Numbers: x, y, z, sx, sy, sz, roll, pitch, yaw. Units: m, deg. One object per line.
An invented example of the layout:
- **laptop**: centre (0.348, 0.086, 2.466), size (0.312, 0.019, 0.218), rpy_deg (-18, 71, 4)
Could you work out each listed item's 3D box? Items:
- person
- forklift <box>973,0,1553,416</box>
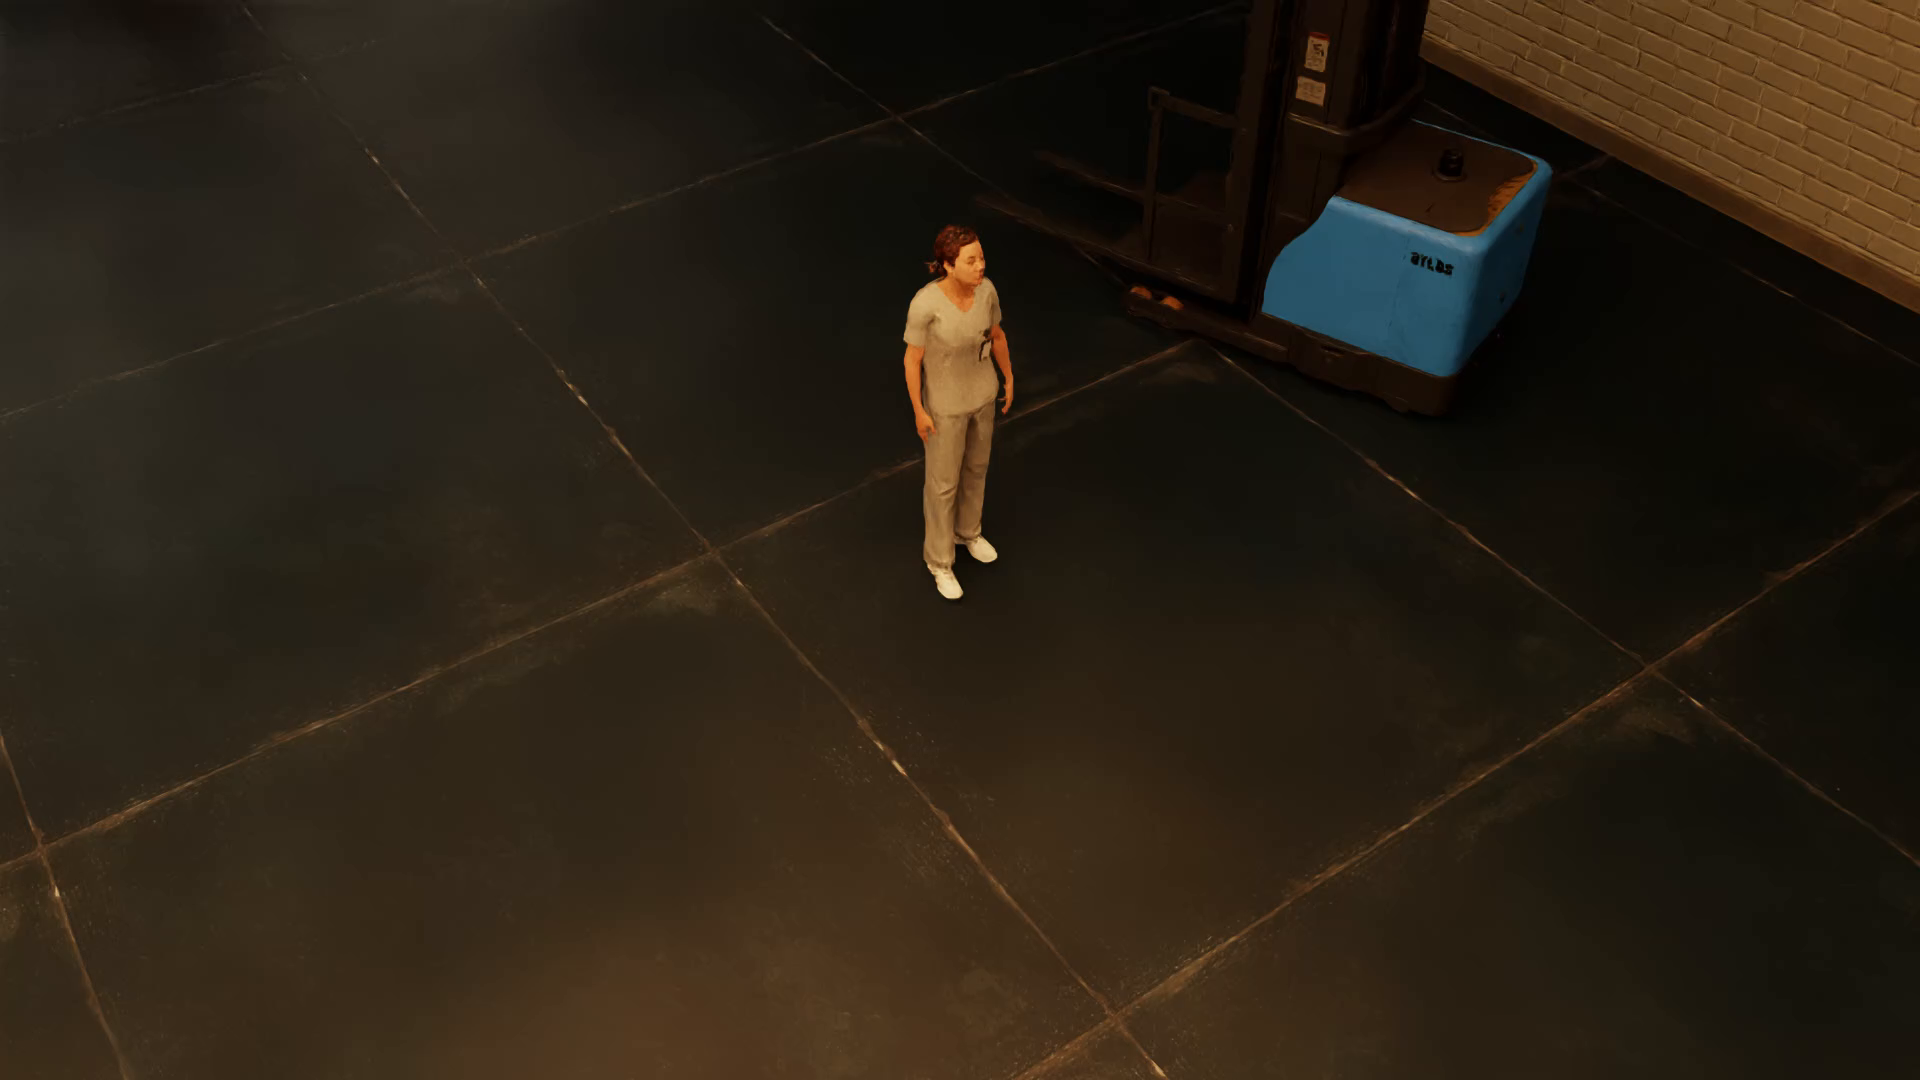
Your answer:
- **person**: centre (0.031, -0.575, 7.256), size (0.550, 1.674, 0.548), rpy_deg (-25, 48, -25)
- **forklift**: centre (1.503, -2.508, 8.437), size (3.031, 2.935, 1.130), rpy_deg (25, 48, 25)
